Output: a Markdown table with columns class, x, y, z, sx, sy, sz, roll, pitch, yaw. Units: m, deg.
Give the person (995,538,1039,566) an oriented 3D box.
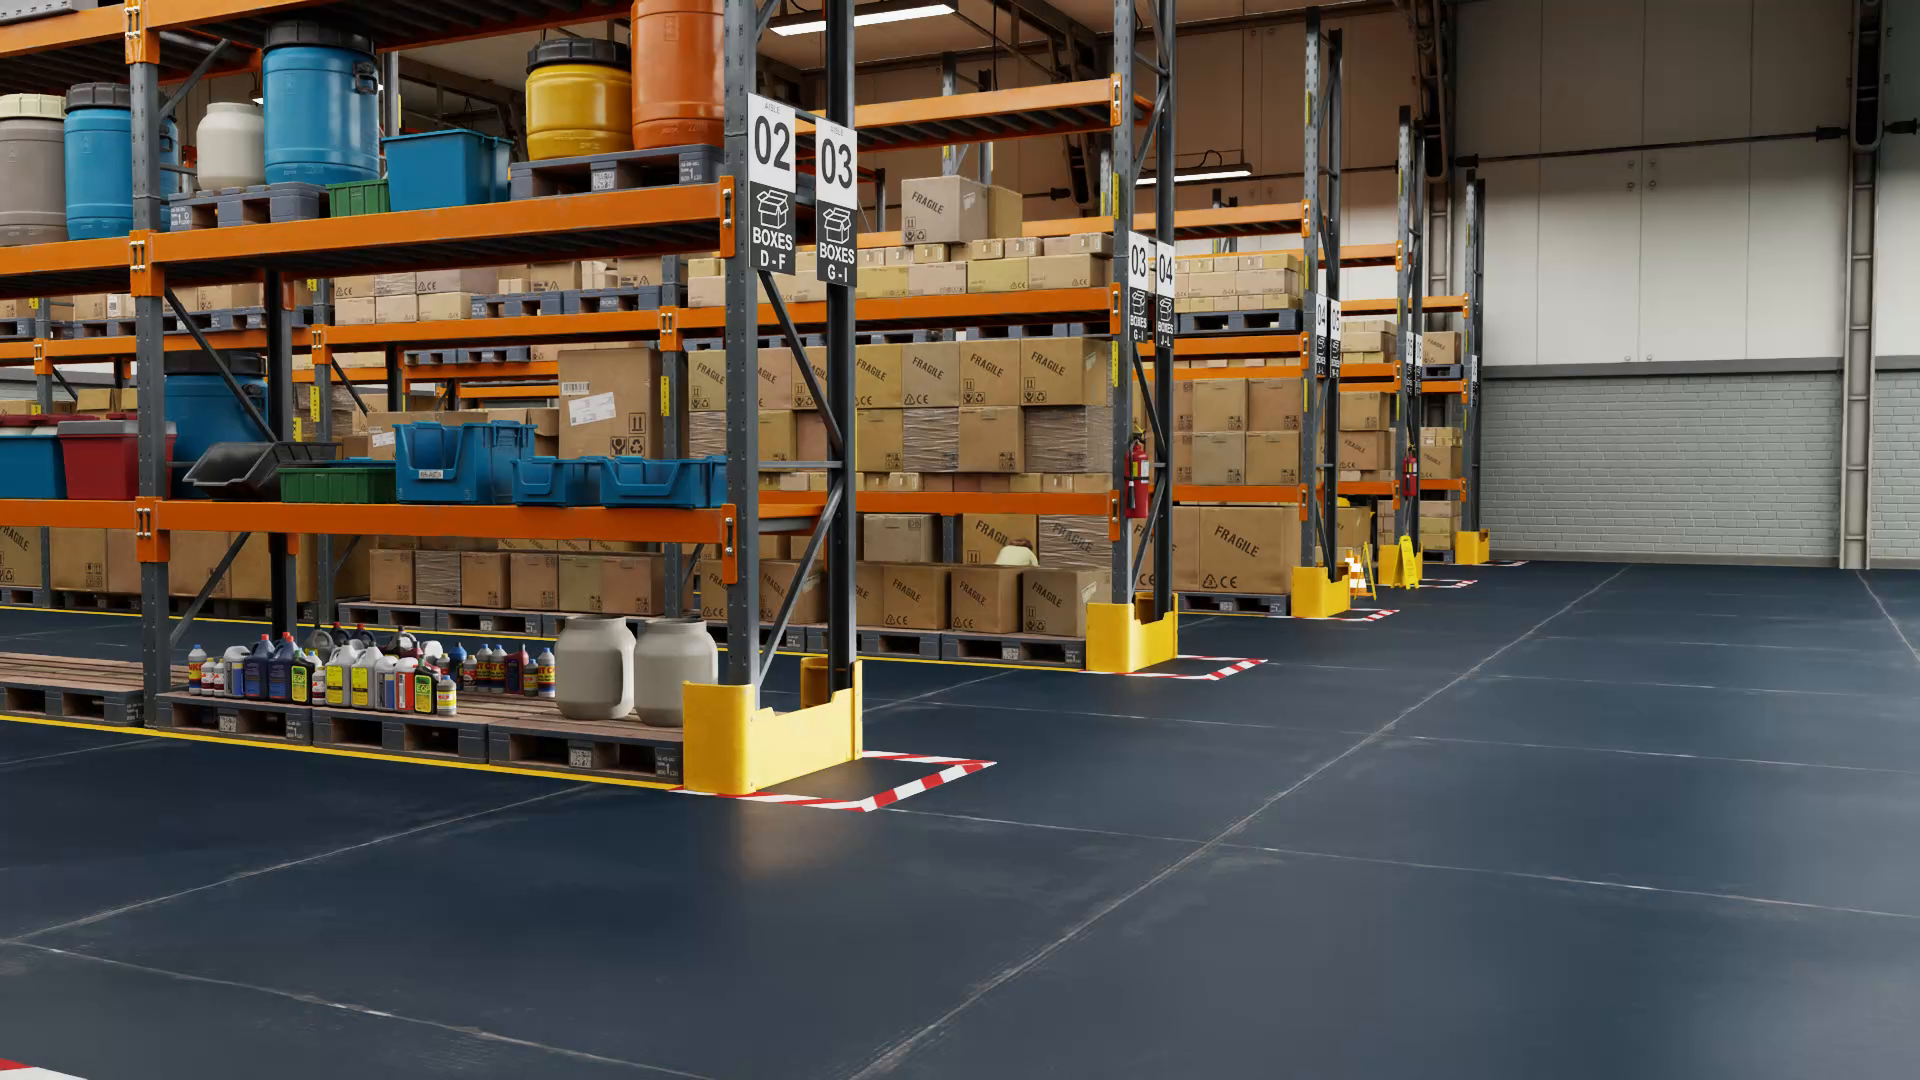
| class | x | y | z | sx | sy | sz | roll | pitch | yaw |
| --- | --- | --- | --- | --- | --- | --- | --- | --- | --- |
| person | 0.549 | 0.387 | 16.497 | 0.477 | 0.800 | 0.810 | 1 | 3 | 26 |
